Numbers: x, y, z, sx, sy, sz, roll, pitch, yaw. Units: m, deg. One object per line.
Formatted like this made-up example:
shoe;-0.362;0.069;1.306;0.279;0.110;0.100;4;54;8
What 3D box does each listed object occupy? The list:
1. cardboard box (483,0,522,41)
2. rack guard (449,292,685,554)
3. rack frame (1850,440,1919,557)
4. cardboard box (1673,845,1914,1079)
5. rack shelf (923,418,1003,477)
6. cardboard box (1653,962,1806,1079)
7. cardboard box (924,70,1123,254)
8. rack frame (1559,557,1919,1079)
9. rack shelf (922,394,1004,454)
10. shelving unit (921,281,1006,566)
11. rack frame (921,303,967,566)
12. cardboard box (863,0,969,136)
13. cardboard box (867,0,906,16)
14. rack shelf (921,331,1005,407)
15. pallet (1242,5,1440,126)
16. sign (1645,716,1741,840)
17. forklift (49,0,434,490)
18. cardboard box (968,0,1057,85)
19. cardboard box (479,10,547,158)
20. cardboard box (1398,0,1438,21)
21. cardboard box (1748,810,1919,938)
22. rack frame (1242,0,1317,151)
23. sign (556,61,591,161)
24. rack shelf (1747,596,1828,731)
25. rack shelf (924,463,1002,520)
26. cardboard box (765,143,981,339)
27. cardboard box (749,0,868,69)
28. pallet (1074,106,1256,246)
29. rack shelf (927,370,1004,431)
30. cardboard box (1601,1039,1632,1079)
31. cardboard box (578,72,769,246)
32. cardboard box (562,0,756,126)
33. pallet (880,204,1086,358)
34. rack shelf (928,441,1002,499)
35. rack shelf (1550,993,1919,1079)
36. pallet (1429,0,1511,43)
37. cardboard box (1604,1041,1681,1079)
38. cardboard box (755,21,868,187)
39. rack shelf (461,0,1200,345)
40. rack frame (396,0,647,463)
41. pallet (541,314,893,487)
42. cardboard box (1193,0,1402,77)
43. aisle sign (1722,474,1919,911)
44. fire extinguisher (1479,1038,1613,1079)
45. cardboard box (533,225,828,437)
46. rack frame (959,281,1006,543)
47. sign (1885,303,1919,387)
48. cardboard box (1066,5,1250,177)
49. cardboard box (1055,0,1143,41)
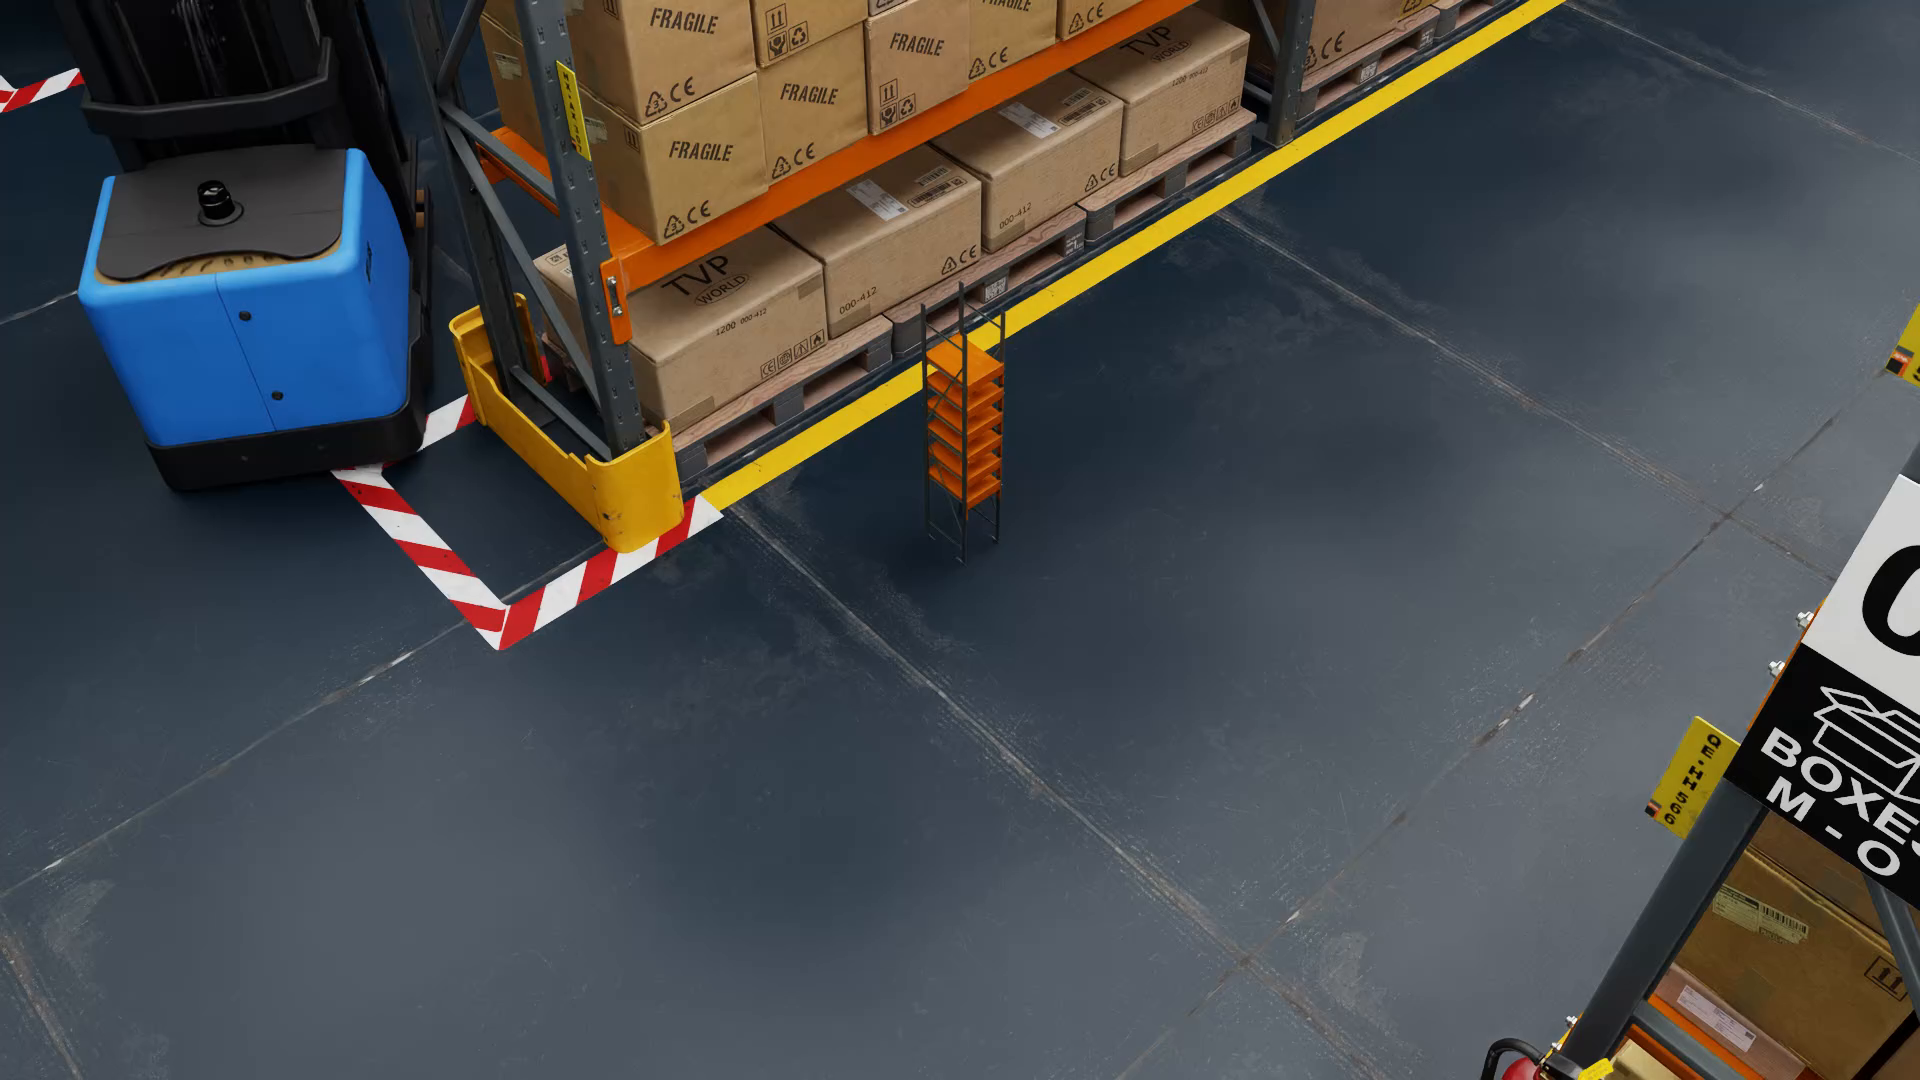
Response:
cardboard box;-1.411;-2.098;5.896;0.500;0.500;0.500;-32;55;-26
rack guard;-1.625;-0.497;6.869;0.348;0.500;1.175;-34;56;-27
rack frame;1.798;-0.750;1.319;0.127;3.000;1.000;-34;56;-27
cardboard box;1.957;0.788;3.712;0.500;0.500;0.500;-33;55;-26
rack shelf;0.011;-0.384;6.348;0.180;0.103;0.258;-34;56;-27
cardboard box;1.849;1.055;3.906;0.250;0.149;0.380;-34;56;-27
cardboard box;0.154;-1.913;7.932;0.875;0.438;0.875;-35;56;-28
rack frame;1.798;1.285;3.524;0.127;3.000;1.000;-34;56;-27
rack shelf;0.011;-0.465;6.260;0.180;0.103;0.258;-34;56;-27
shelving unit;0.011;-0.414;6.316;0.189;1.200;0.258;-34;56;-27
rack frame;-0.057;-0.369;6.274;0.006;1.200;0.240;-34;56;-27
cardboard box;-0.315;-1.979;6.467;0.500;0.500;0.500;-34;56;-27
cardboard box;-0.307;-2.330;6.111;0.500;0.500;0.500;-34;56;-27
rack shelf;0.011;-0.628;6.084;0.180;0.103;0.258;-34;56;-27
pallet;1.873;-2.811;9.200;1.213;0.211;1.003;-34;56;-27
sign;1.439;0.473;3.269;0.005;0.325;0.100;-34;56;-27
forklift;-3.078;-2.303;6.881;1.130;2.935;3.031;-9;48;-8
cardboard box;0.044;-2.236;6.704;0.500;0.500;0.500;-32;55;-26
cardboard box;-1.428;-1.773;6.277;0.500;0.500;0.500;-33;56;-27
cardboard box;2.420;-3.557;9.151;0.875;0.875;0.875;-32;55;-26
cardboard box;1.969;0.449;3.344;0.500;0.500;0.500;-35;56;-28
rack frame;1.352;-3.335;7.786;0.127;3.000;1.000;-34;56;-27
sign;-1.238;-1.373;5.333;0.005;0.325;0.100;-34;56;-27
rack shelf;3.277;-0.477;3.598;4.000;0.370;1.077;-34;56;-27
rack shelf;0.011;-0.221;6.525;0.180;0.103;0.258;-34;56;-27
cardboard box;-0.515;-1.468;7.521;0.875;0.438;0.875;-32;55;-26
cardboard box;-0.683;-2.072;5.872;0.500;0.500;0.500;-35;56;-28
pallet;0.737;-2.056;8.503;1.213;0.211;1.003;-34;56;-27
rack shelf;0.011;-0.547;6.172;0.180;0.103;0.258;-34;56;-27
cardboard box;1.996;1.592;4.692;0.250;0.149;0.380;-35;56;-28
cardboard box;-1.059;-1.472;5.999;0.500;0.500;0.500;-34;56;-27
cardboard box;-1.060;-1.812;5.633;0.500;0.500;0.500;-35;56;-28
pallet;-0.166;-1.449;7.944;1.213;0.211;1.003;-34;56;-27
rack shelf;0.011;-0.303;6.436;0.180;0.103;0.258;-34;56;-27
rack shelf;3.277;0.540;4.700;4.000;0.370;1.077;-34;56;-27
pallet;2.776;-3.418;9.760;1.213;0.211;1.003;-34;56;-27
cardboard box;2.019;1.508;4.567;0.250;0.149;0.380;-33;55;-27
cardboard box;-0.703;-1.737;6.244;0.500;0.500;0.500;-35;56;-28
rack shelf;-0.127;-2.102;7.138;4.000;0.370;1.077;-34;56;-27
rack frame;-1.607;-1.357;5.961;0.127;3.000;1.000;-34;56;-27
pallet;-1.068;-0.849;7.390;1.213;0.211;1.003;-34;56;-27
cardboard box;1.757;-3.107;8.735;0.875;0.875;0.875;-32;55;-26
aisle sign;1.542;0.276;2.685;0.004;0.787;0.394;-34;56;-27
fire extinguisher;1.301;1.311;3.806;0.183;0.674;0.296;-34;56;-27
cardboard box;-1.186;-1.011;7.100;0.875;0.438;0.875;-36;57;-28
rack frame;0.078;-0.459;6.357;0.006;1.200;0.240;-34;56;-27
sign;1.439;-0.344;2.383;0.005;0.325;0.100;-34;56;-27
cardboard box;0.816;-2.356;8.341;0.875;0.438;0.875;-35;56;-28
cardboard box;0.442;-2.486;6.935;0.500;0.500;0.500;-35;56;-28
